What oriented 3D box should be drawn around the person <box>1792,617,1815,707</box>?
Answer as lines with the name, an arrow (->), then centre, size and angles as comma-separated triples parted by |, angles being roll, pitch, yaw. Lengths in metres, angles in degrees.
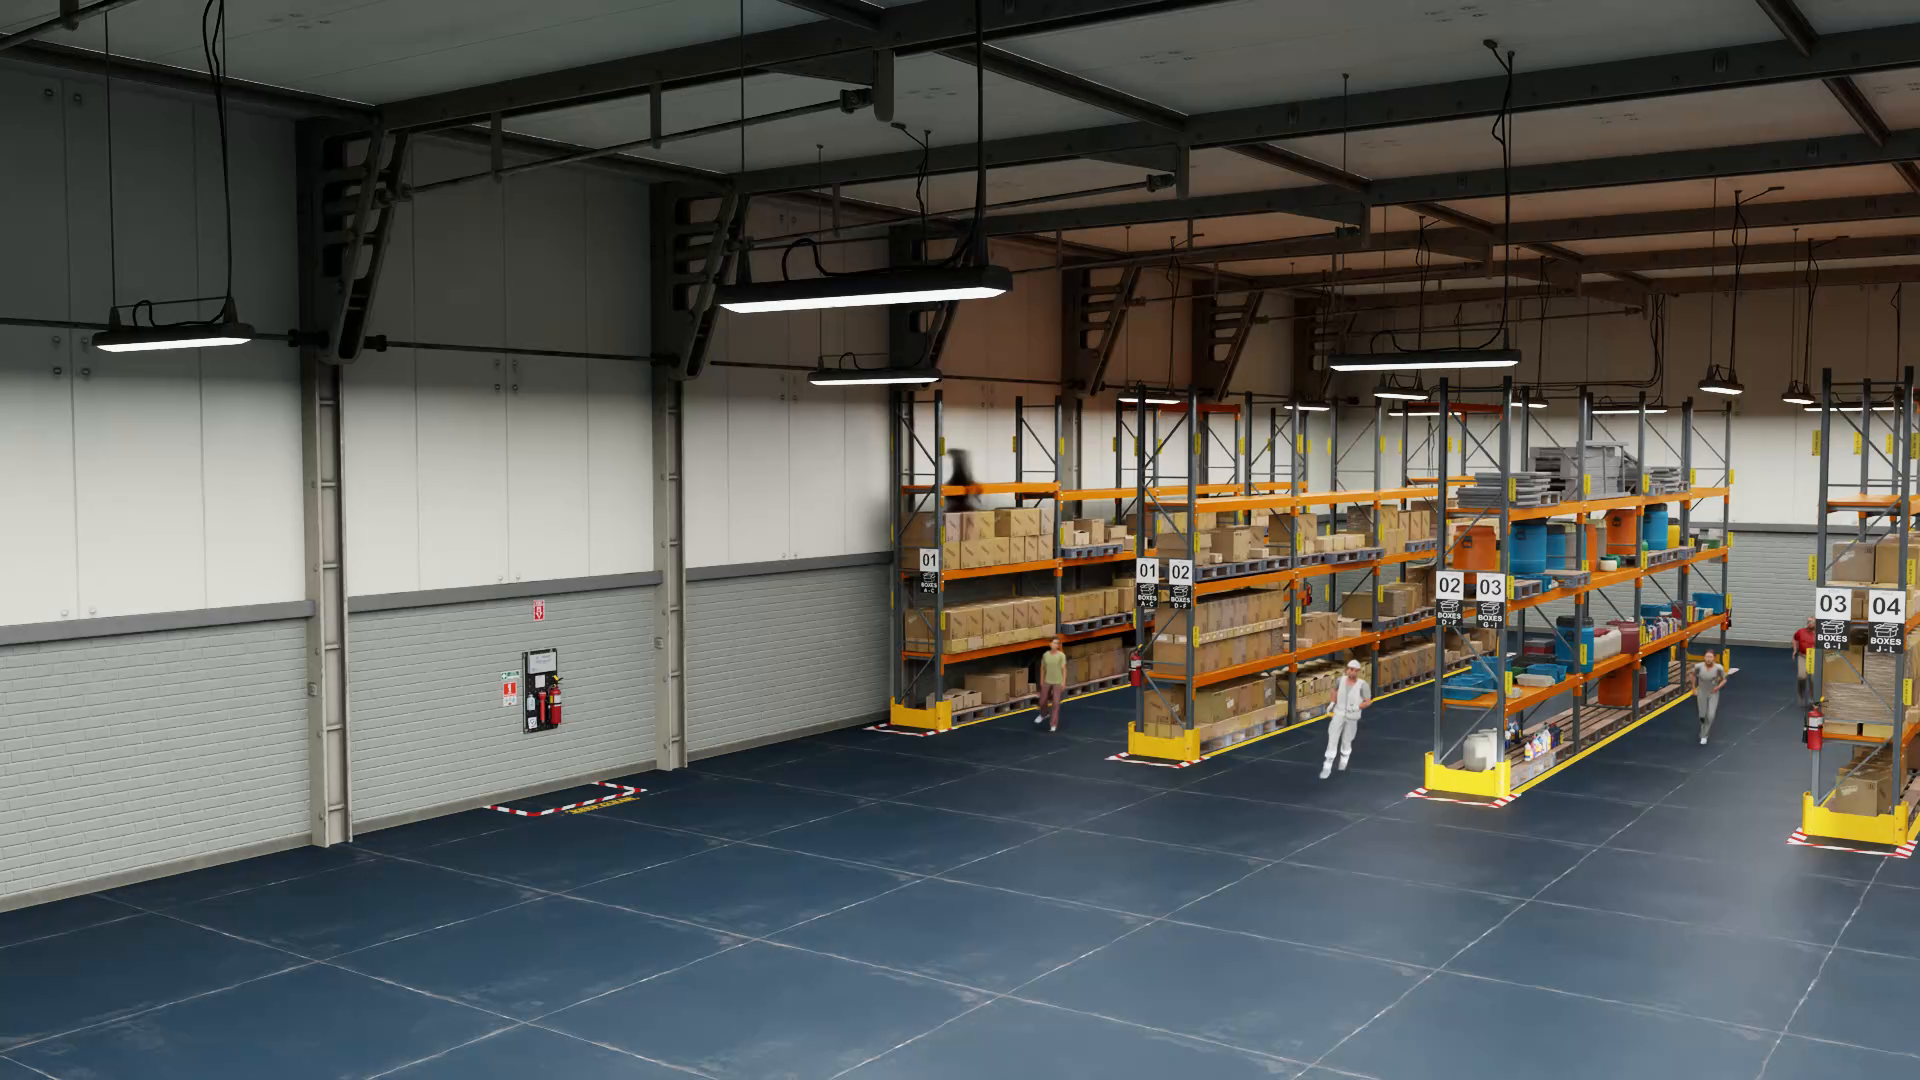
person -> 16.339, 2.354, 31.979 | 0.622, 1.766, 0.731 | 2, 4, 28

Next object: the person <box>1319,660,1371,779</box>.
person -> 5.842, 2.669, 25.087 | 0.714, 1.747, 0.973 | 1, 3, 21

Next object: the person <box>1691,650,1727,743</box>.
person -> 12.623, 2.637, 28.050 | 0.531, 1.582, 0.663 | 1, 3, 18

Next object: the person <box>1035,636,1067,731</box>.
person -> 1.598, 2.515, 29.342 | 0.615, 1.665, 0.575 | 1, 3, 15
